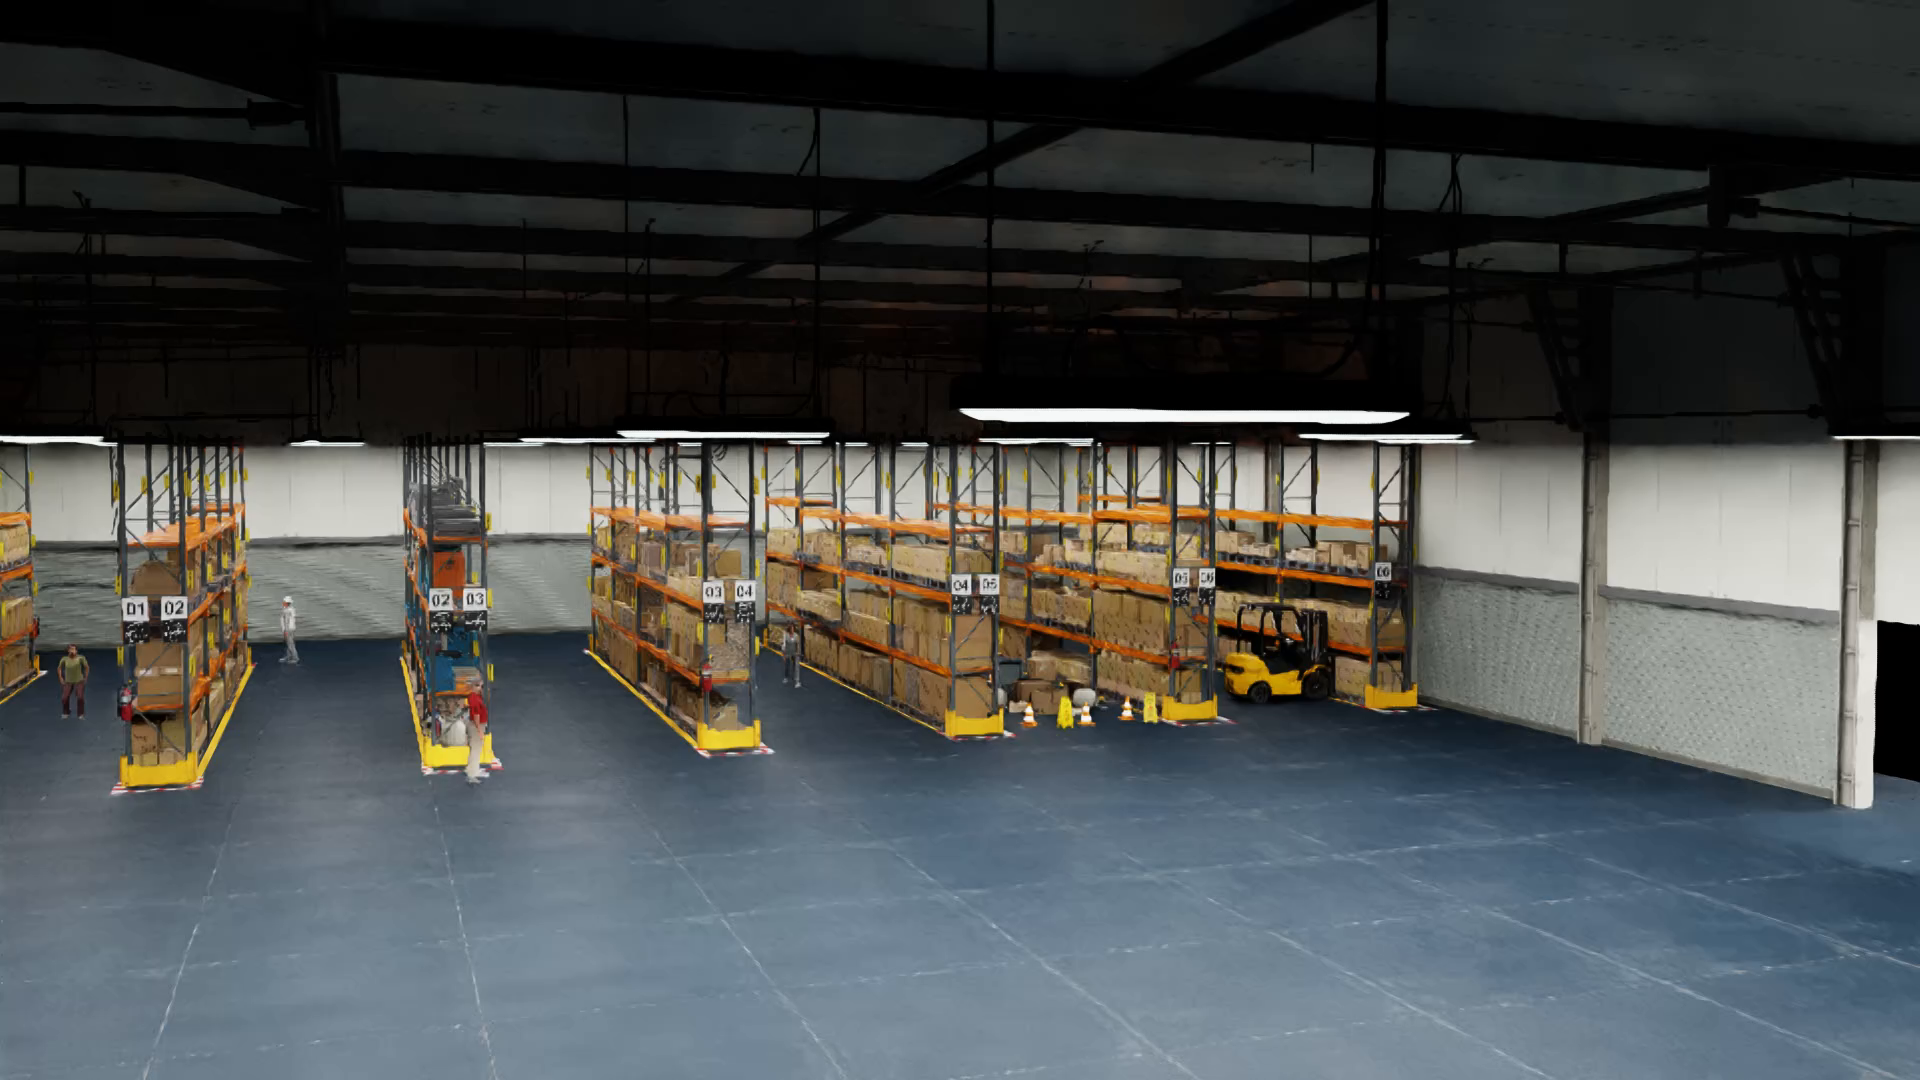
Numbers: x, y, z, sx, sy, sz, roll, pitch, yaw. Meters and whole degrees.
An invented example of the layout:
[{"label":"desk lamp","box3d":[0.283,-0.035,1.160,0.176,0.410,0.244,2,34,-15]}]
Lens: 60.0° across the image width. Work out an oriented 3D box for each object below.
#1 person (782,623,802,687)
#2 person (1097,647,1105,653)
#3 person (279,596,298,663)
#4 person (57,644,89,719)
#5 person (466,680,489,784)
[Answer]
[{"label":"person","box3d":[-4.070,2.741,39.942,0.417,1.507,1.037,-1,3,-18]},{"label":"person","box3d":[4.017,2.334,46.142,0.561,1.639,0.596,0,3,3]},{"label":"person","box3d":[-17.906,2.383,44.299,0.565,1.774,0.703,-1,3,-9]},{"label":"person","box3d":[-18.684,2.977,35.055,0.598,1.619,0.507,-1,3,-22]},{"label":"person","box3d":[-8.286,3.259,28.519,0.401,1.735,0.689,-1,3,-19]}]
